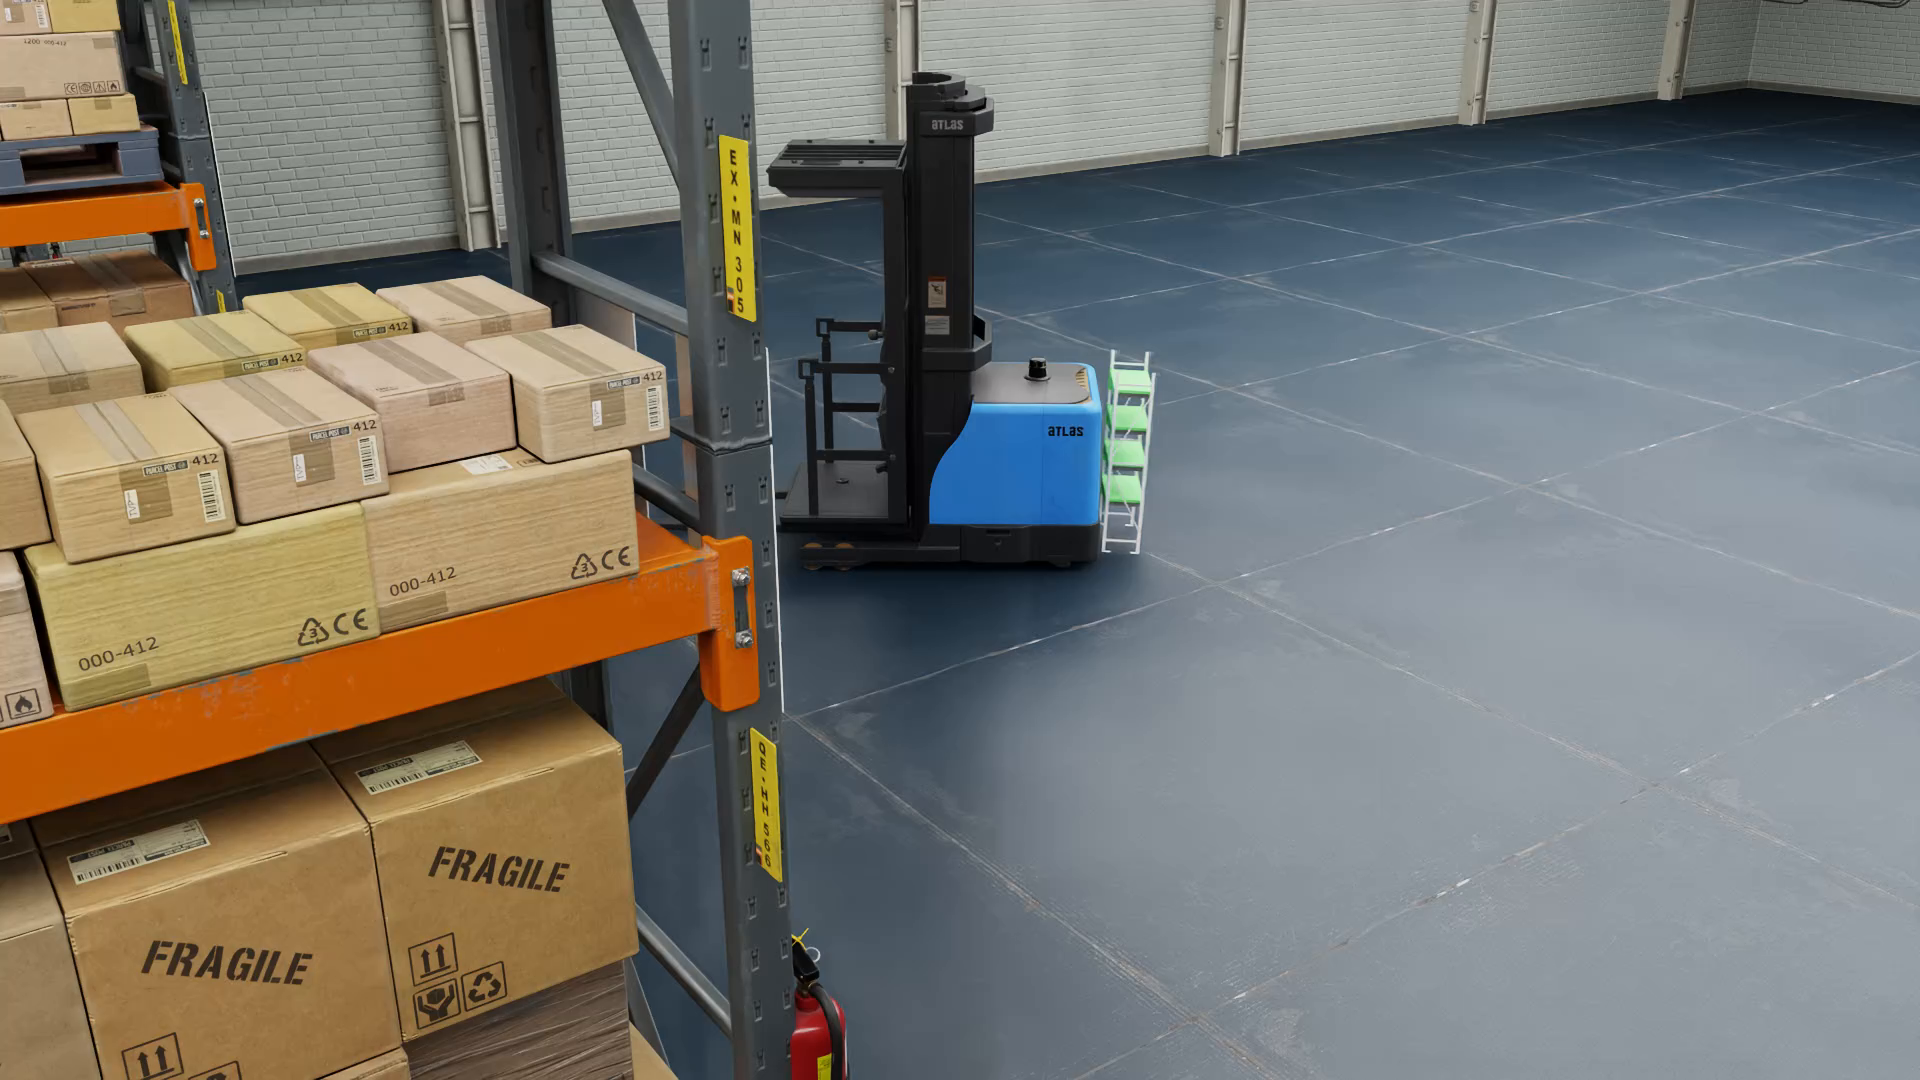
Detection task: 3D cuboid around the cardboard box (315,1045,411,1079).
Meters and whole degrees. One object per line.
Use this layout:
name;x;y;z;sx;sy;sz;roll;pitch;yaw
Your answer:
cardboard box;-1.511;1.138;3.460;0.500;0.500;0.875;-15;26;-33

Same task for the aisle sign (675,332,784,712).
aisle sign;-0.487;-0.063;3.499;0.004;0.787;0.394;-15;26;-33

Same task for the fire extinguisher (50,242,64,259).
fire extinguisher;-6.138;-1.764;11.374;0.183;0.674;0.296;-15;26;-33

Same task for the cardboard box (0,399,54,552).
cardboard box;-1.657;-0.096;2.707;0.250;0.149;0.380;-15;26;-32

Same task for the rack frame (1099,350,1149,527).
rack frame;1.067;-0.654;10.901;0.240;1.200;0.015;3;22;0

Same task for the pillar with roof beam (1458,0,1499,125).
pillar with roof beam;11.503;-10.213;24.347;0.400;9.000;9.100;-15;26;-33

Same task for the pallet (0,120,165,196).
pallet;-4.123;-1.635;7.018;1.213;0.211;1.003;-15;26;-33

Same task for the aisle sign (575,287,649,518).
aisle sign;-0.837;-0.243;3.951;0.004;0.787;0.394;-15;26;-33

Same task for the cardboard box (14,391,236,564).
cardboard box;-1.383;-0.112;2.747;0.250;0.149;0.380;-15;26;-33

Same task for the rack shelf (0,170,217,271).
rack shelf;-5.150;-1.072;6.460;4.000;0.370;1.077;-15;26;-33

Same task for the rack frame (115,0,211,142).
rack frame;-3.527;-3.233;6.856;0.127;3.000;1.000;-15;26;-33

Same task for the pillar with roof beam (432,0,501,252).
pillar with roof beam;-3.109;-6.316;14.584;0.400;9.000;9.100;-15;26;-33

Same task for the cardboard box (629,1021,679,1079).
cardboard box;-0.823;1.308;3.909;0.250;0.149;0.380;-15;26;-33

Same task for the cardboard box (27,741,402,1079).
cardboard box;-1.417;0.722;3.154;0.500;0.500;0.500;-15;26;-33

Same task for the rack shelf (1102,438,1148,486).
rack shelf;1.058;-0.505;10.699;0.258;0.148;0.480;3;22;0

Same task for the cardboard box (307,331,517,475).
cardboard box;-1.035;-0.266;3.132;0.250;0.149;0.380;-16;27;-35

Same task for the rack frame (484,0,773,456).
rack frame;-0.712;-1.719;3.061;0.127;3.000;1.000;-15;26;-33

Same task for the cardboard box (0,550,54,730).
cardboard box;-1.780;0.142;2.647;0.500;0.250;0.500;-14;26;-32

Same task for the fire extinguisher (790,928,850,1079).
fire extinguisher;-0.350;1.218;3.902;0.183;0.674;0.296;-15;26;-33

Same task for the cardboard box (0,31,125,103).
cardboard box;-3.761;-1.959;6.812;0.500;0.250;0.500;-15;26;-32

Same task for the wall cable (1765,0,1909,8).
wall cable;17.022;-11.604;32.024;0.112;2.526;3.097;-15;26;-33

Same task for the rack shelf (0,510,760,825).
rack shelf;-2.336;0.442;2.666;4.000;0.370;1.077;-15;26;-33

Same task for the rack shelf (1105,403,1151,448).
rack shelf;1.069;-0.727;10.609;0.258;0.148;0.480;3;22;0

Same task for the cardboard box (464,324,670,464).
cardboard box;-0.755;-0.287;3.185;0.250;0.149;0.380;-15;26;-33

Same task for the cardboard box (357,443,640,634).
cardboard box;-0.955;-0.075;3.192;0.500;0.250;0.500;-14;26;-32

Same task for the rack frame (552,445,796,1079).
rack frame;-0.712;1.068;4.173;0.127;3.000;1.000;-15;26;-33

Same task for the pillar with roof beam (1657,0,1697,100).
pillar with roof beam;16.373;-11.511;27.602;0.400;9.000;9.100;-15;26;-33

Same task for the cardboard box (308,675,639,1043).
cardboard box;-1.014;0.612;3.430;0.500;0.500;0.500;-15;26;-33

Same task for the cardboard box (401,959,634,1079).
cardboard box;-1.175;0.994;3.822;0.500;0.500;0.875;-15;26;-33

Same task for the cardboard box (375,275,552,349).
cardboard box;-1.071;-0.451;3.596;0.250;0.149;0.380;-15;26;-33

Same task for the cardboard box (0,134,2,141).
cardboard box;-4.012;-1.680;6.650;0.250;0.149;0.380;-14;26;-32

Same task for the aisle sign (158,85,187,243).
aisle sign;-3.645;-1.759;7.750;0.004;0.787;0.394;-15;26;-33

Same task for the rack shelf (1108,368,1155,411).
rack shelf;1.080;-0.950;10.520;0.258;0.148;0.480;3;22;0

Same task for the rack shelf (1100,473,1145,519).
rack shelf;1.047;-0.282;10.788;0.258;0.148;0.480;3;22;0

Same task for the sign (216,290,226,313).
sign;-3.221;-0.928;7.292;0.005;0.325;0.100;-15;26;-33

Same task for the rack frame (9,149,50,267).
rack frame;-6.500;-1.914;11.645;0.127;3.000;1.000;-15;26;-33

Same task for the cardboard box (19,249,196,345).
cardboard box;-3.851;-0.949;7.567;0.550;0.550;0.875;-15;26;-33

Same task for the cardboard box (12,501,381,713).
cardboard box;-1.359;0.034;2.919;0.500;0.250;0.500;-15;26;-33

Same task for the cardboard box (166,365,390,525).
cardboard box;-1.193;-0.174;2.901;0.250;0.149;0.380;-16;27;-35

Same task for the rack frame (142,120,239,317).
rack frame;-3.527;-0.446;7.967;0.127;3.000;1.000;-15;26;-33

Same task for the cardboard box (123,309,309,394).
cardboard box;-1.471;-0.332;3.298;0.250;0.149;0.380;-15;26;-34

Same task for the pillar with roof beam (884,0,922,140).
pillar with roof beam;1.762;-7.615;17.838;0.400;9.000;9.100;-15;26;-33

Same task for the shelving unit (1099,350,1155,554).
shelving unit;1.061;-0.564;10.675;0.258;1.200;0.503;3;22;0

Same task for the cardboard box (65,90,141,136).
cardboard box;-3.599;-1.790;6.926;0.250;0.149;0.380;-15;26;-33

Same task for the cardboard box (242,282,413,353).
cardboard box;-1.338;-0.424;3.528;0.250;0.149;0.380;-14;26;-32

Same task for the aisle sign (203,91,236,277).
aisle sign;-3.294;-1.579;7.298;0.004;0.787;0.394;-15;26;-33

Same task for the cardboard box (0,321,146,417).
cardboard box;-1.734;-0.295;3.204;0.250;0.149;0.380;-14;26;-31

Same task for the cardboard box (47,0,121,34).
cardboard box;-3.602;-2.160;6.775;0.250;0.149;0.380;-15;26;-32

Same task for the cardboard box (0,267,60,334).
cardboard box;-4.243;-0.802;7.200;0.550;0.550;0.875;-15;26;-33

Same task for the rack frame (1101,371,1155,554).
rack frame;1.055;-0.473;10.448;0.240;1.200;0.015;3;22;0

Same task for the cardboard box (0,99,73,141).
cardboard box;-3.804;-1.736;6.790;0.250;0.149;0.380;-15;26;-32

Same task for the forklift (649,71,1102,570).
forklift;-0.629;-1.368;10.369;3.031;2.935;1.130;1;22;1

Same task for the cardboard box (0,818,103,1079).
cardboard box;-1.824;0.830;2.885;0.500;0.500;0.500;-15;26;-33

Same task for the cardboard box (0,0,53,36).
cardboard box;-3.806;-2.106;6.641;0.250;0.149;0.380;-15;26;-33

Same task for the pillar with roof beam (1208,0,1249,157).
pillar with roof beam;6.632;-8.914;21.093;0.400;9.000;9.100;-15;26;-33

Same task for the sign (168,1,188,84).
sign;-3.221;-2.048;6.845;0.005;0.325;0.100;-15;26;-33

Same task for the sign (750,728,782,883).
sign;-0.404;0.555;3.471;0.005;0.325;0.100;-15;26;-33

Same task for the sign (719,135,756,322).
sign;-0.404;-0.565;3.024;0.005;0.325;0.100;-15;26;-33
